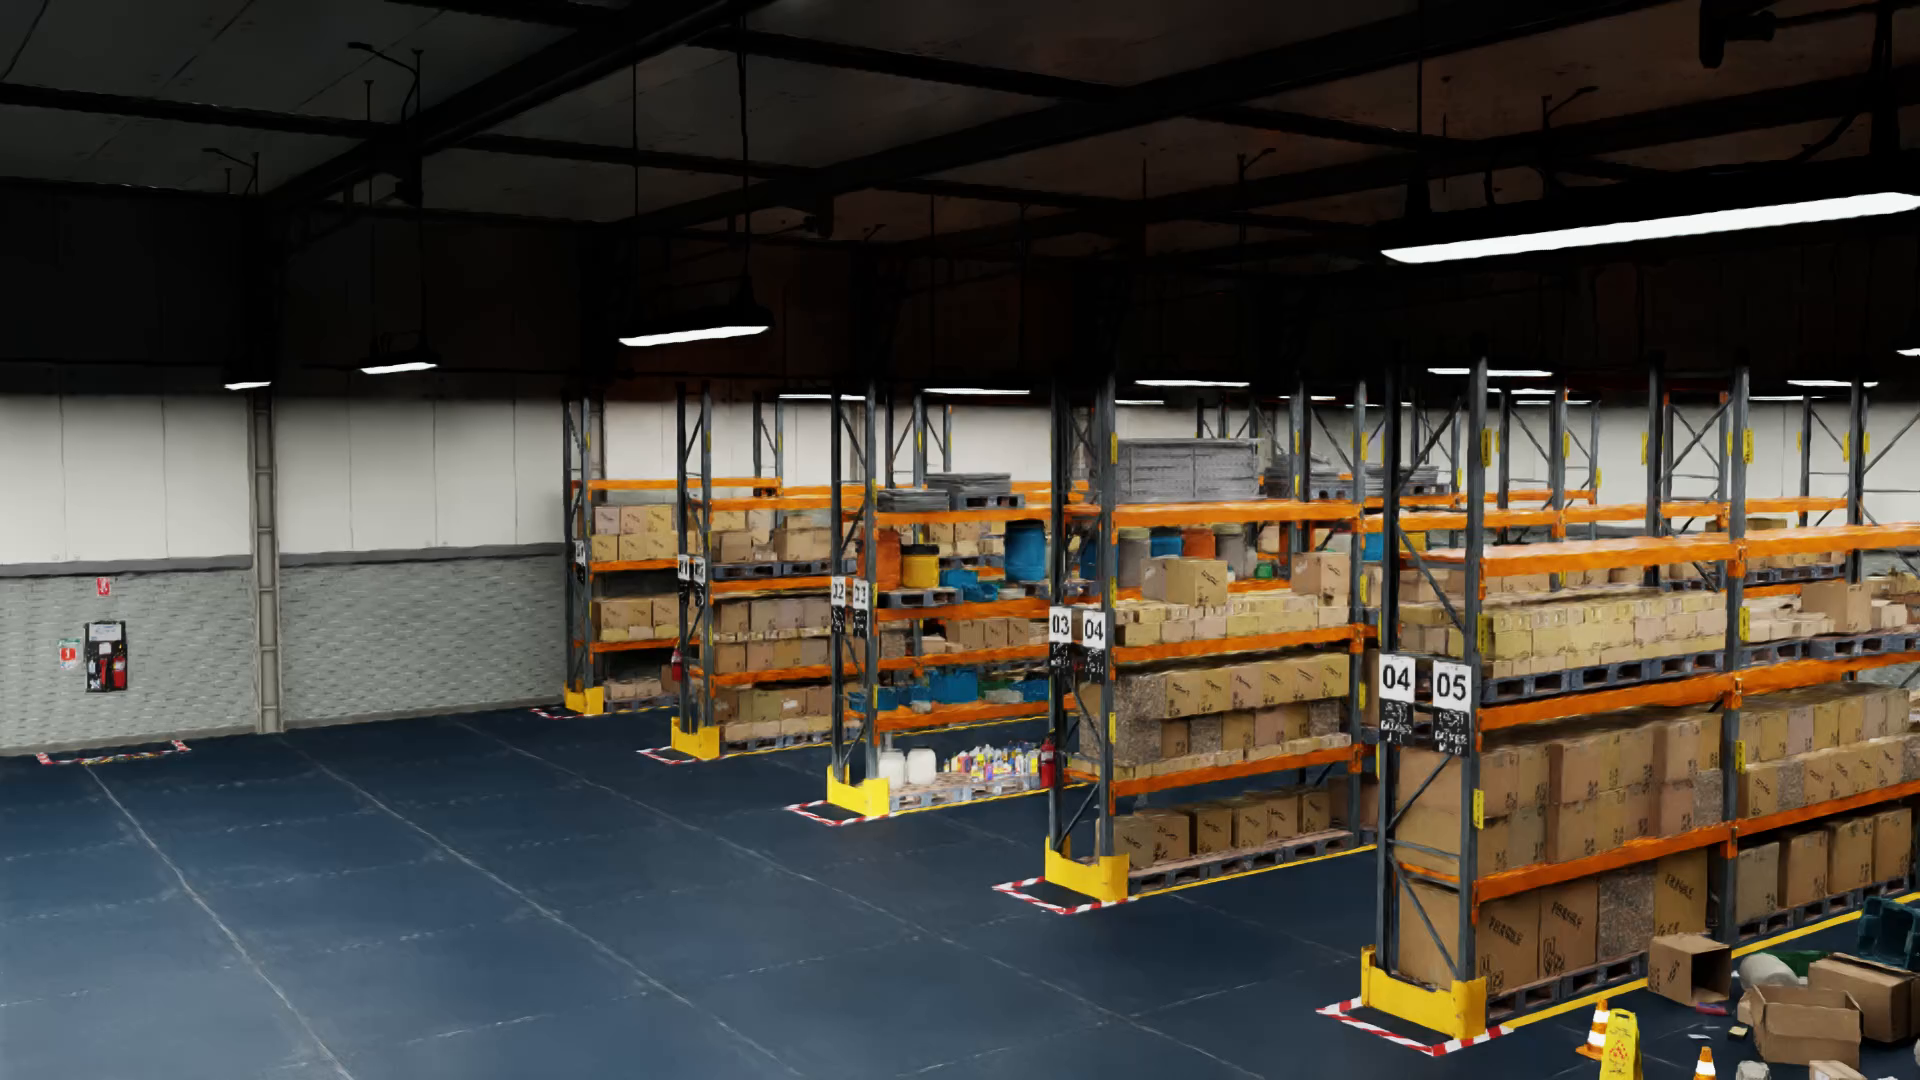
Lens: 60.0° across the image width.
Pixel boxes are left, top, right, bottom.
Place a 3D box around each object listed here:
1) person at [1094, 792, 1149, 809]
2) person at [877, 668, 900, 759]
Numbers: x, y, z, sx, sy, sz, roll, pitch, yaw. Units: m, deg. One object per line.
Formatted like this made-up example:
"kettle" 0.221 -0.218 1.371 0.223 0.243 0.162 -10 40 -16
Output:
"person" 2.229 2.886 22.920 0.828 1.606 0.639 -3 5 -39
"person" -1.141 2.756 24.765 0.522 1.714 0.528 -1 4 -18
